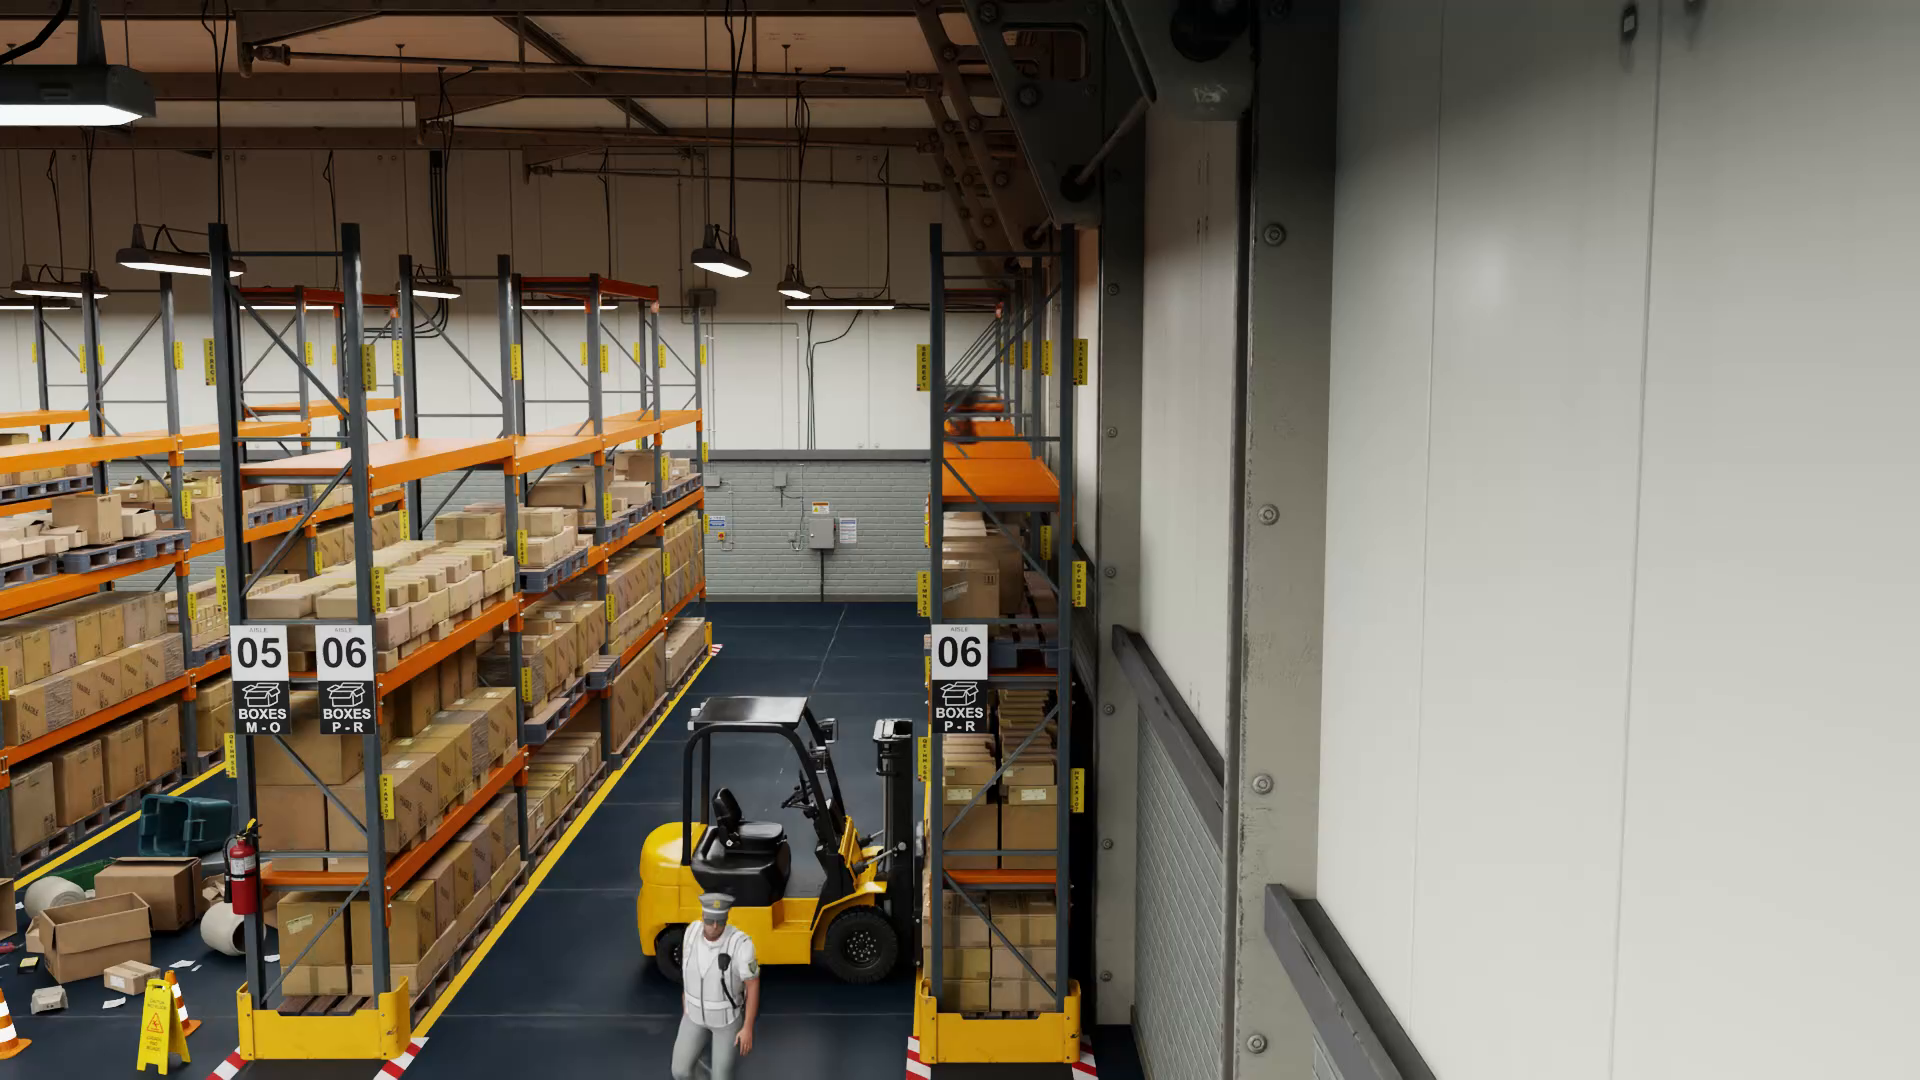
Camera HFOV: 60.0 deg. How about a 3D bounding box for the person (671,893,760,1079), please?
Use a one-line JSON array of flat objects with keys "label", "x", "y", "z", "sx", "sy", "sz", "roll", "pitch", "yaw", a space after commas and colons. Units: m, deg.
[{"label": "person", "x": -1.593, "y": 3.069, "z": 10.822, "sx": 0.709, "sy": 1.710, "sz": 0.582, "roll": 2, "pitch": 7, "yaw": 16}]
